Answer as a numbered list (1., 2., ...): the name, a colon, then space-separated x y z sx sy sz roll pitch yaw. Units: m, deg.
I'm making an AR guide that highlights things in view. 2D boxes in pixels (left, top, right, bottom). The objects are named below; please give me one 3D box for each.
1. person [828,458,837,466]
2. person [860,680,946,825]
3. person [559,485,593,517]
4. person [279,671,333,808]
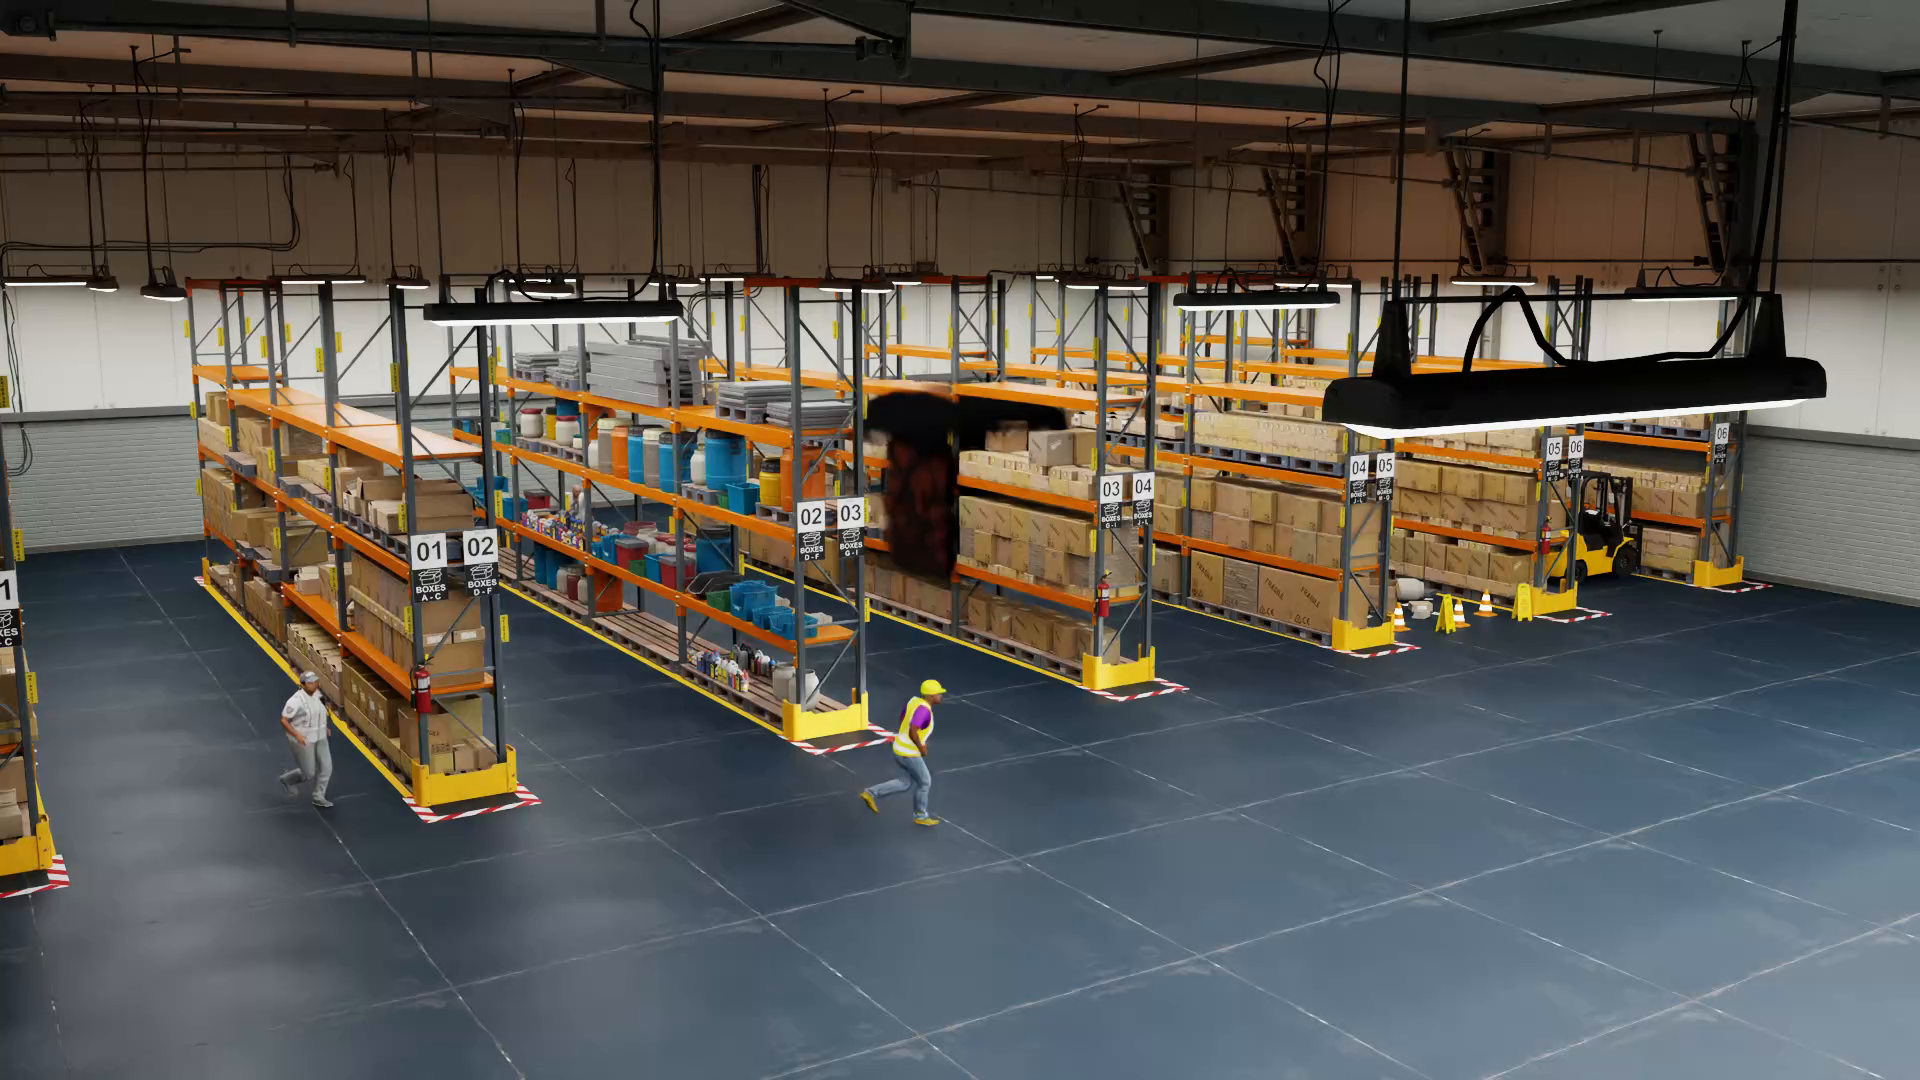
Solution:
1. person: -3.044 -1.382 41.010 0.702 1.754 0.871 5 11 26
2. person: -0.637 2.423 18.660 0.979 1.708 0.707 -1 10 -6
3. person: -8.350 -0.468 36.116 0.724 1.581 1.006 -3 10 -19
4. person: -7.656 2.313 19.430 0.697 1.619 0.631 5 11 27
